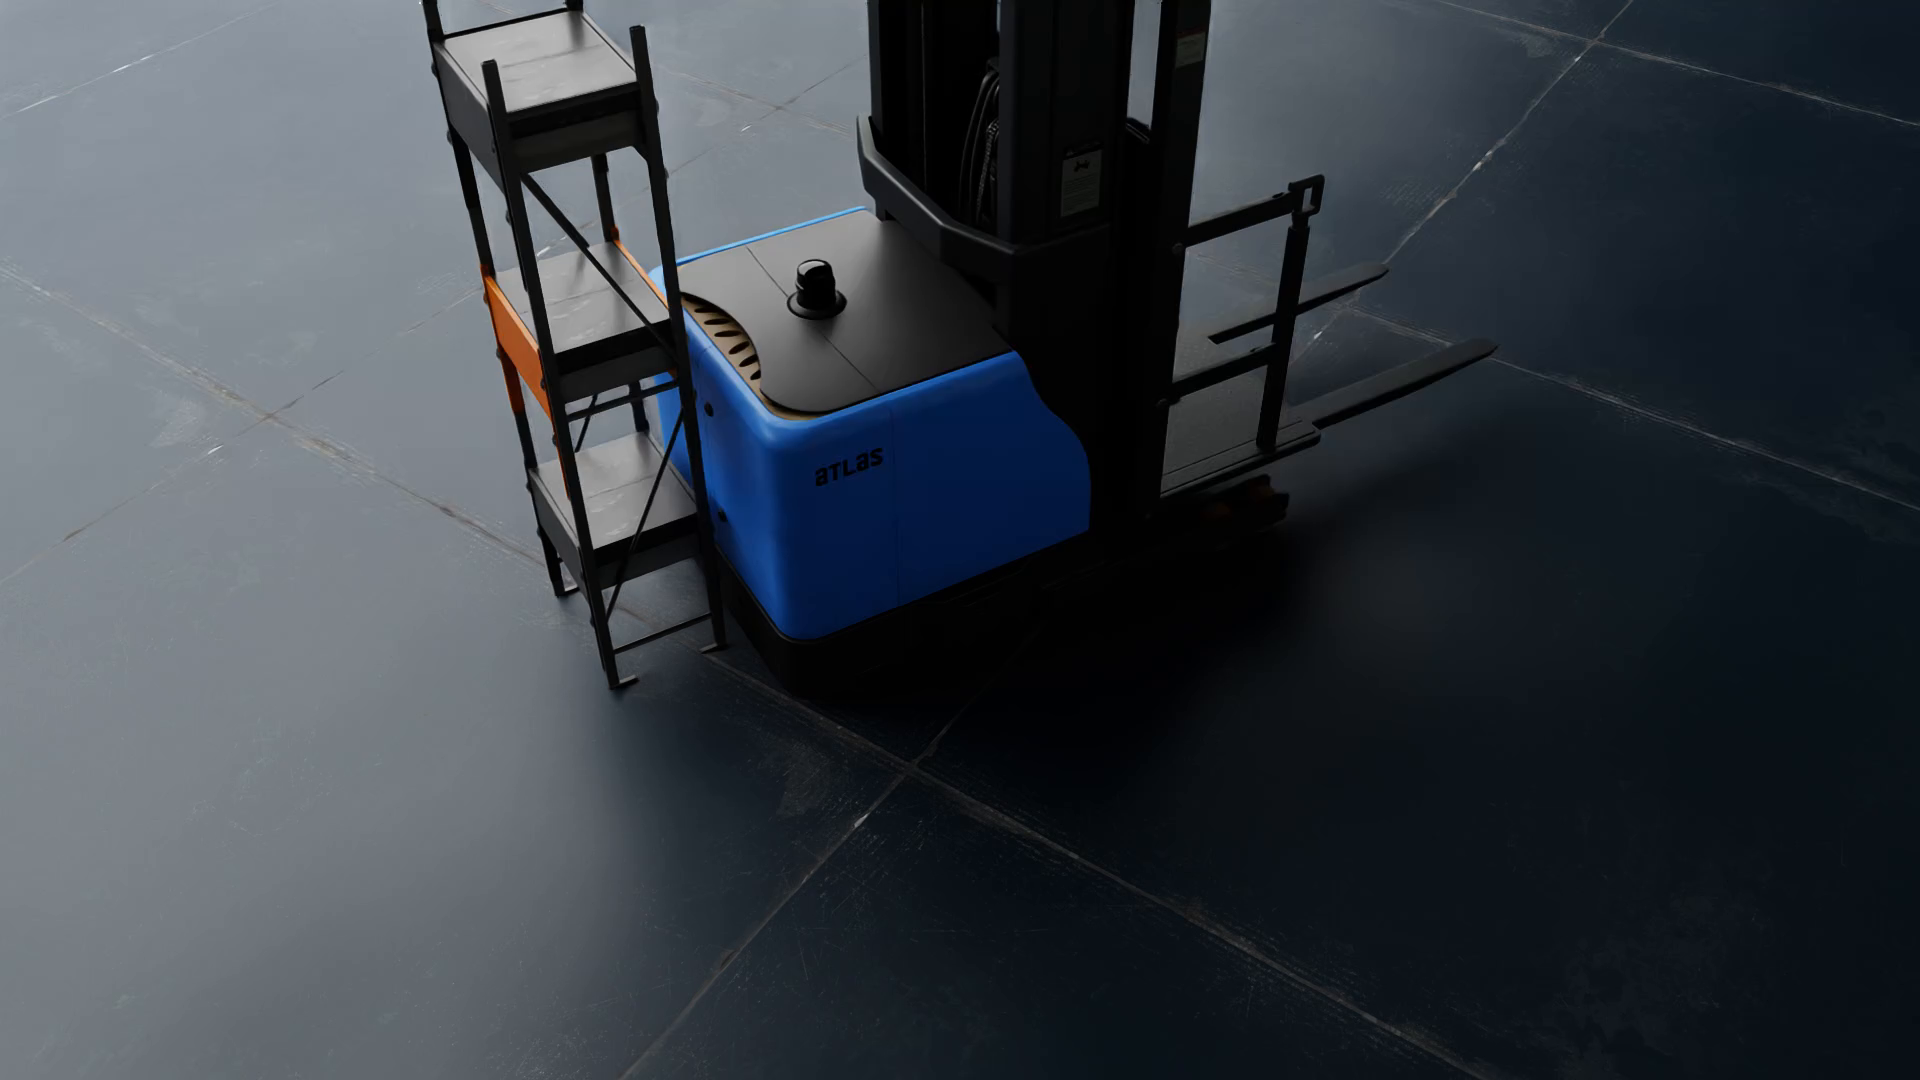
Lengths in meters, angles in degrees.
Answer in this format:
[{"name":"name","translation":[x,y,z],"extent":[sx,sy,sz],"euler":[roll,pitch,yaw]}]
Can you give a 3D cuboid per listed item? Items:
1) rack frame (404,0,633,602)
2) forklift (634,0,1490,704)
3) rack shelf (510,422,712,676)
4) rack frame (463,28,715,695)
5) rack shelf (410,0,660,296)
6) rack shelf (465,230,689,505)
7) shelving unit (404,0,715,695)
[{"name":"rack frame","translation":[-1.212,-0.649,4.900],"extent":[0.400,2.100,0.015],"euler":[-21,46,-22]},{"name":"forklift","translation":[0.509,-1.323,5.030],"extent":[3.031,2.935,1.130],"euler":[-21,46,-22]},{"name":"rack shelf","translation":[-1.089,0.024,5.219],"extent":[0.431,0.518,0.480],"euler":[-21,46,-22]},{"name":"rack frame","translation":[-0.965,-0.368,4.587],"extent":[0.400,2.100,0.015],"euler":[-21,46,-22]},{"name":"rack shelf","translation":[-1.089,-1.020,4.286],"extent":[0.431,0.518,0.480],"euler":[-21,46,-22]},{"name":"rack shelf","translation":[-1.089,-0.498,4.753],"extent":[0.431,0.518,0.480],"euler":[-21,46,-22]},{"name":"shelving unit","translation":[-1.089,-0.508,4.743],"extent":[0.431,2.100,0.503],"euler":[-21,46,-22]}]
